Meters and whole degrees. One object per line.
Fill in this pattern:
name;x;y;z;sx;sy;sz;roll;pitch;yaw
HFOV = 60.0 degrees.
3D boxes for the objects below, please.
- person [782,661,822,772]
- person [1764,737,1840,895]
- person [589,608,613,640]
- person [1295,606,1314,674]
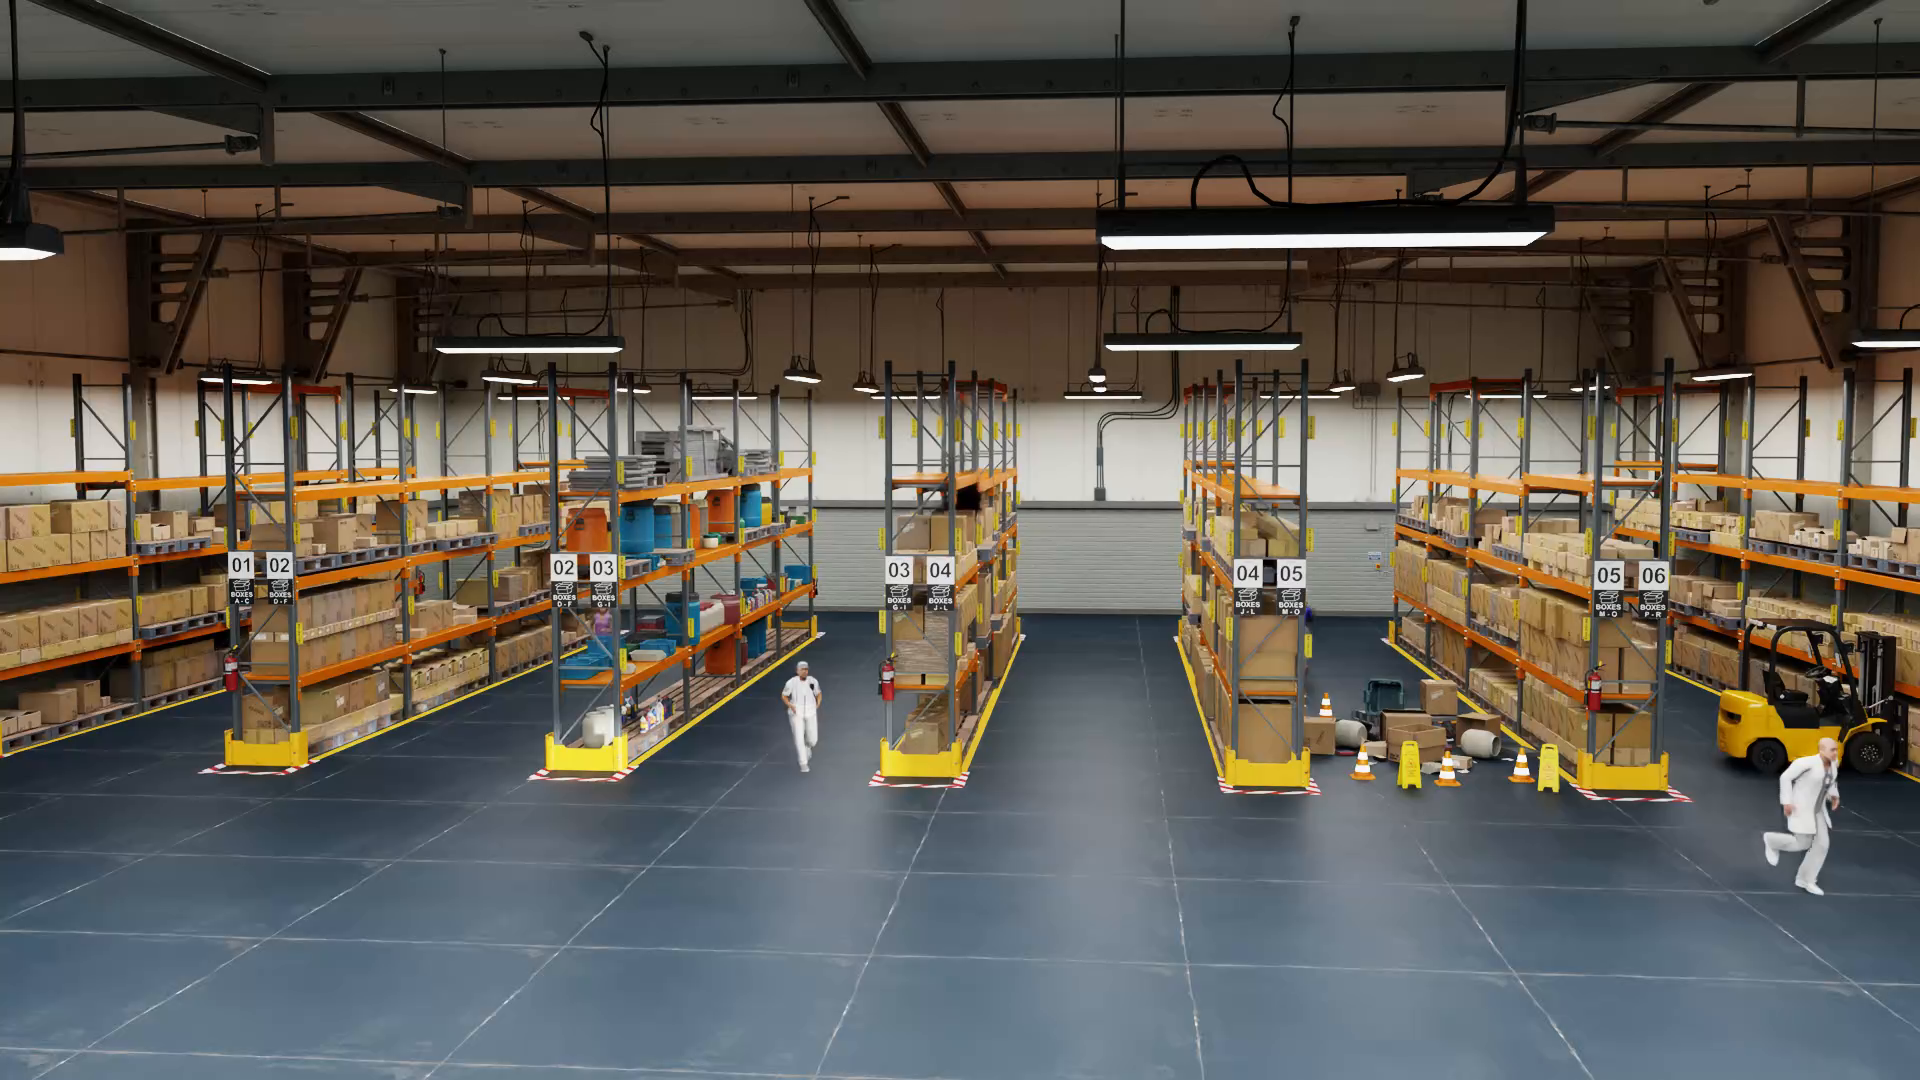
person;-2.327;2.592;24.548;0.601;1.631;0.560;-1;4;-14
person;9.244;2.969;18.273;0.711;1.724;0.874;-2;4;-25
person;-7.124;2.025;33.080;0.506;1.592;0.662;-1;4;-9
person;6.943;1.919;33.926;0.566;1.662;0.929;0;4;3
